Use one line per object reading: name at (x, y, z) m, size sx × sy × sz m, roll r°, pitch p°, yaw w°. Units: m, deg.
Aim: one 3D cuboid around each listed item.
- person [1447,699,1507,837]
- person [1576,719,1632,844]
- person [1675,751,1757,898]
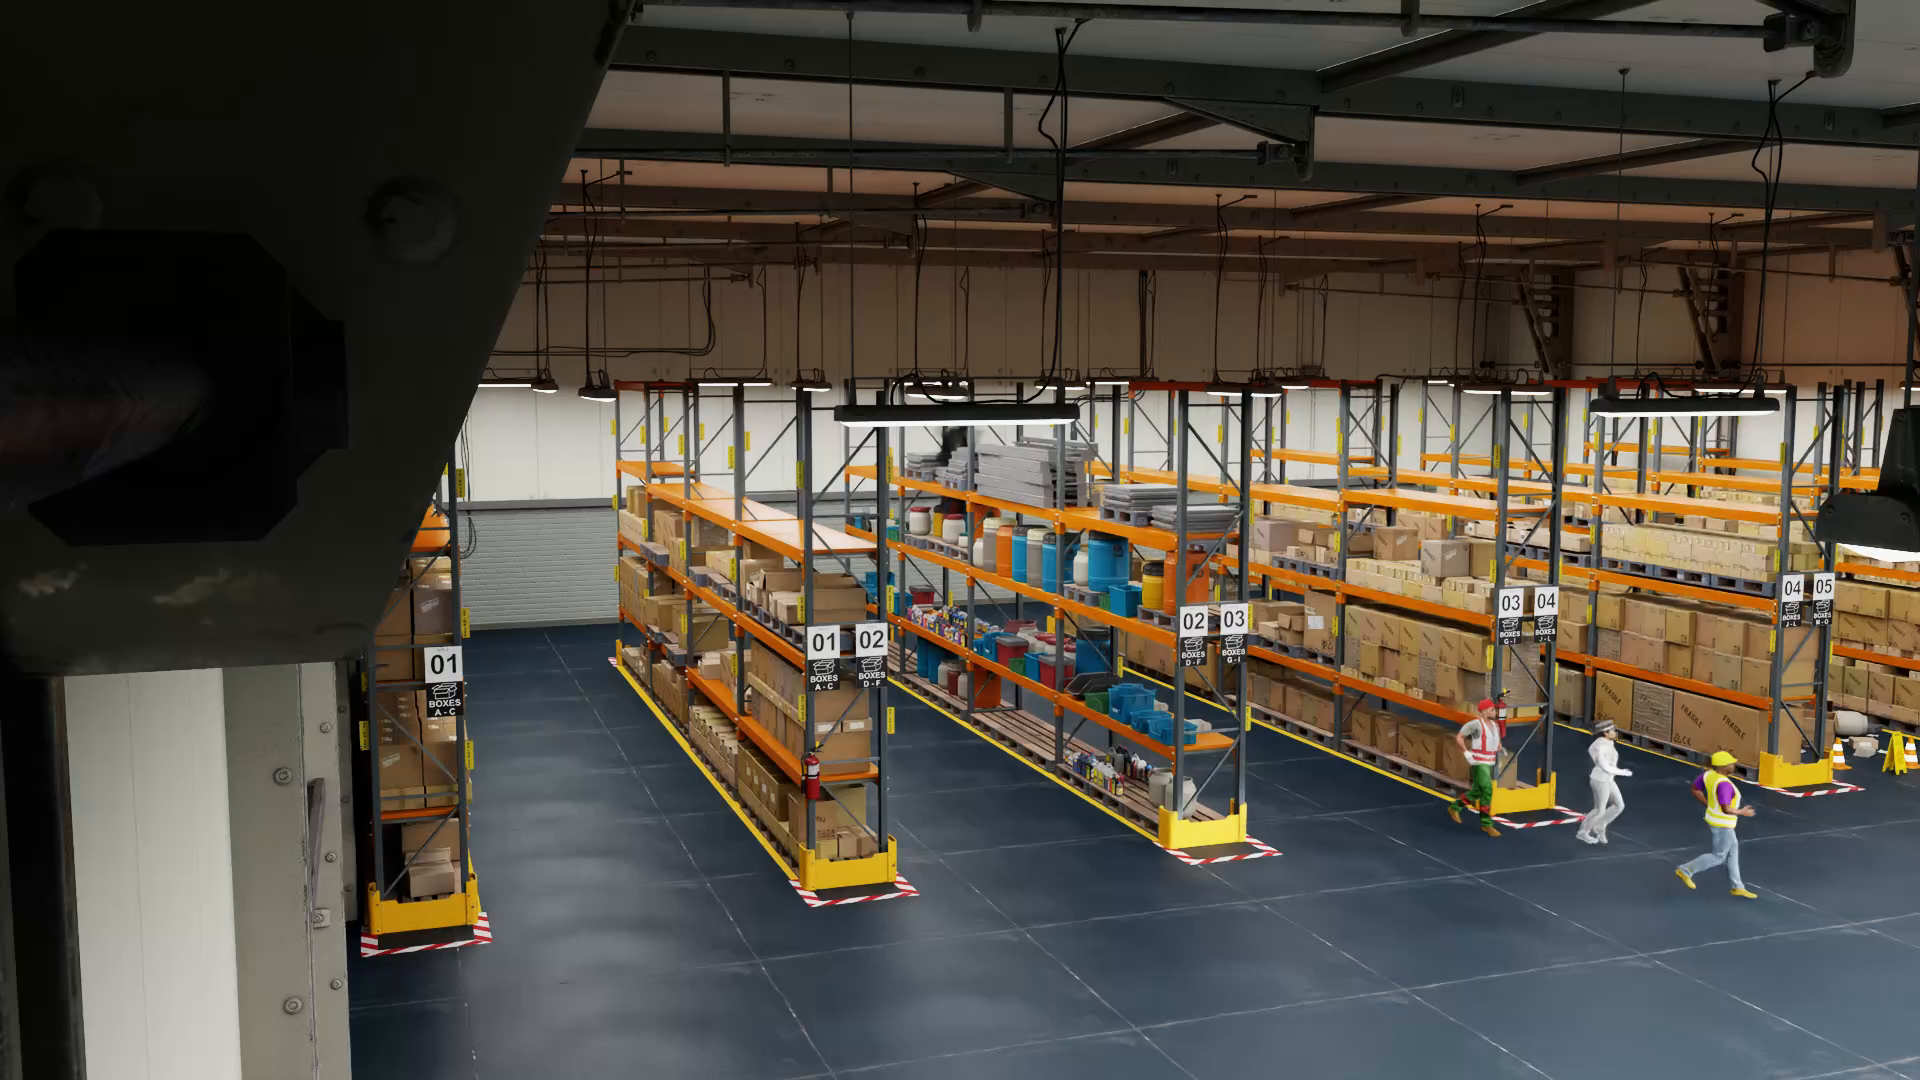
person at (7.104, 3.056, 22.652) m, size 0.690 × 1.786 × 0.861 m, roll -5°, pitch 8°, yaw -42°
person at (8.508, 3.195, 21.916) m, size 0.661 × 1.701 × 0.637 m, roll 3°, pitch 7°, yaw 27°
person at (8.984, 3.374, 19.686) m, size 0.963 × 1.772 × 0.700 m, roll 1°, pitch 6°, yaw 9°
